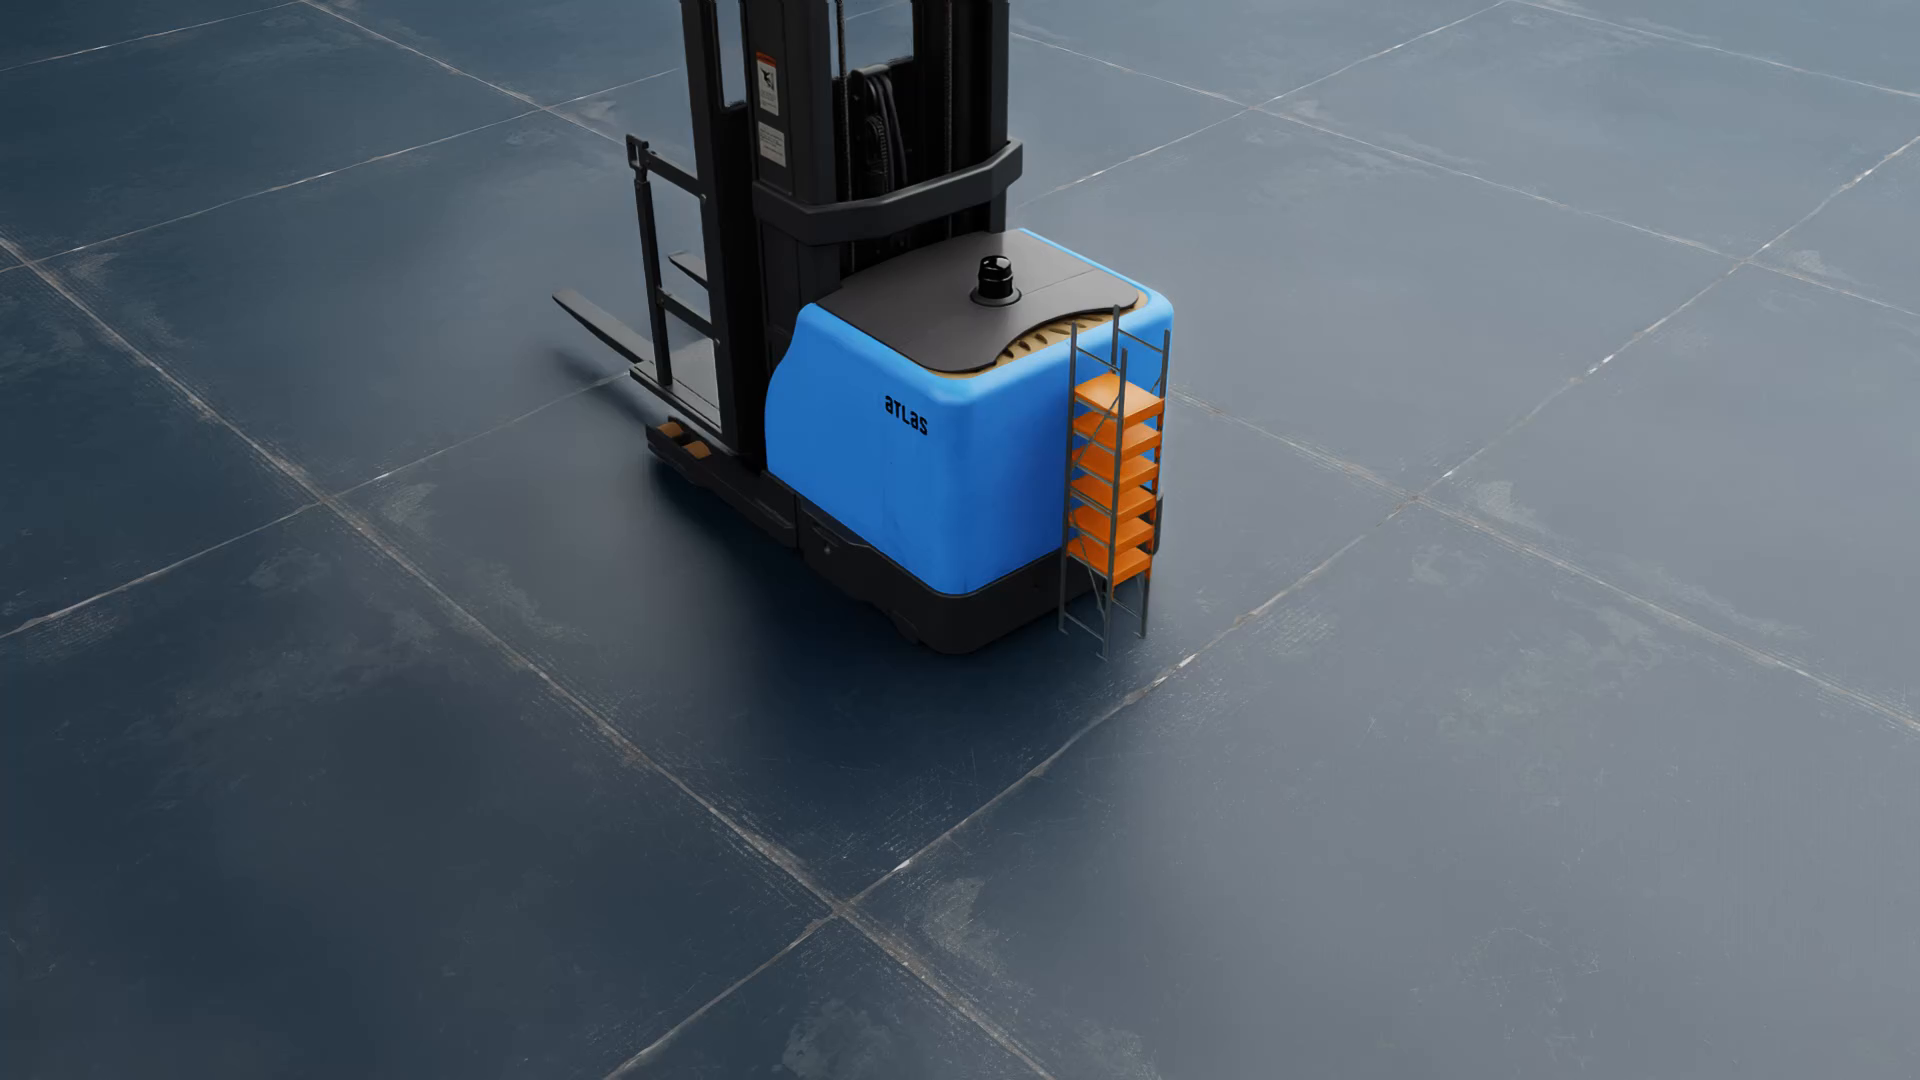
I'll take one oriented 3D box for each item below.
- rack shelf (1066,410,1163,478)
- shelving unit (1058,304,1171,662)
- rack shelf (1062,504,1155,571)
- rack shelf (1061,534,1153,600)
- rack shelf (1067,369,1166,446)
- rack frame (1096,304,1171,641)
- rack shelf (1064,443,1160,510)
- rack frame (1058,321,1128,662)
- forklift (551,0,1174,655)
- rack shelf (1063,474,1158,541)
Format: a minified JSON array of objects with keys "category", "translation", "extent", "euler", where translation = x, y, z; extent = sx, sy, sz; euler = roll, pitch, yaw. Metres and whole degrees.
[{"category":"rack shelf","translation":[0.492,-0.323,5.323],"extent":[0.180,0.103,0.258],"euler":[-26,42,-32]},{"category":"shelving unit","translation":[0.492,-0.163,5.435],"extent":[0.189,1.200,0.258],"euler":[-26,42,-32]},{"category":"rack shelf","translation":[0.492,-0.028,5.529],"extent":[0.180,0.103,0.258],"euler":[-26,42,-32]},{"category":"rack shelf","translation":[0.492,0.070,5.597],"extent":[0.180,0.103,0.258],"euler":[-26,42,-32]},{"category":"rack shelf","translation":[0.492,-0.422,5.254],"extent":[0.180,0.103,0.258],"euler":[-26,42,-32]},{"category":"rack frame","translation":[0.562,-0.197,5.483],"extent":[0.006,1.200,0.240],"euler":[-26,42,-32]},{"category":"rack shelf","translation":[0.492,-0.225,5.391],"extent":[0.180,0.103,0.258],"euler":[-26,42,-32]},{"category":"rack frame","translation":[0.422,-0.129,5.386],"extent":[0.006,1.200,0.240],"euler":[-26,42,-32]},{"category":"forklift","translation":[-0.603,-1.589,5.966],"extent":[1.130,2.935,3.031],"euler":[-26,42,-32]},{"category":"rack shelf","translation":[0.492,-0.126,5.460],"extent":[0.180,0.103,0.258],"euler":[-26,42,-32]}]
